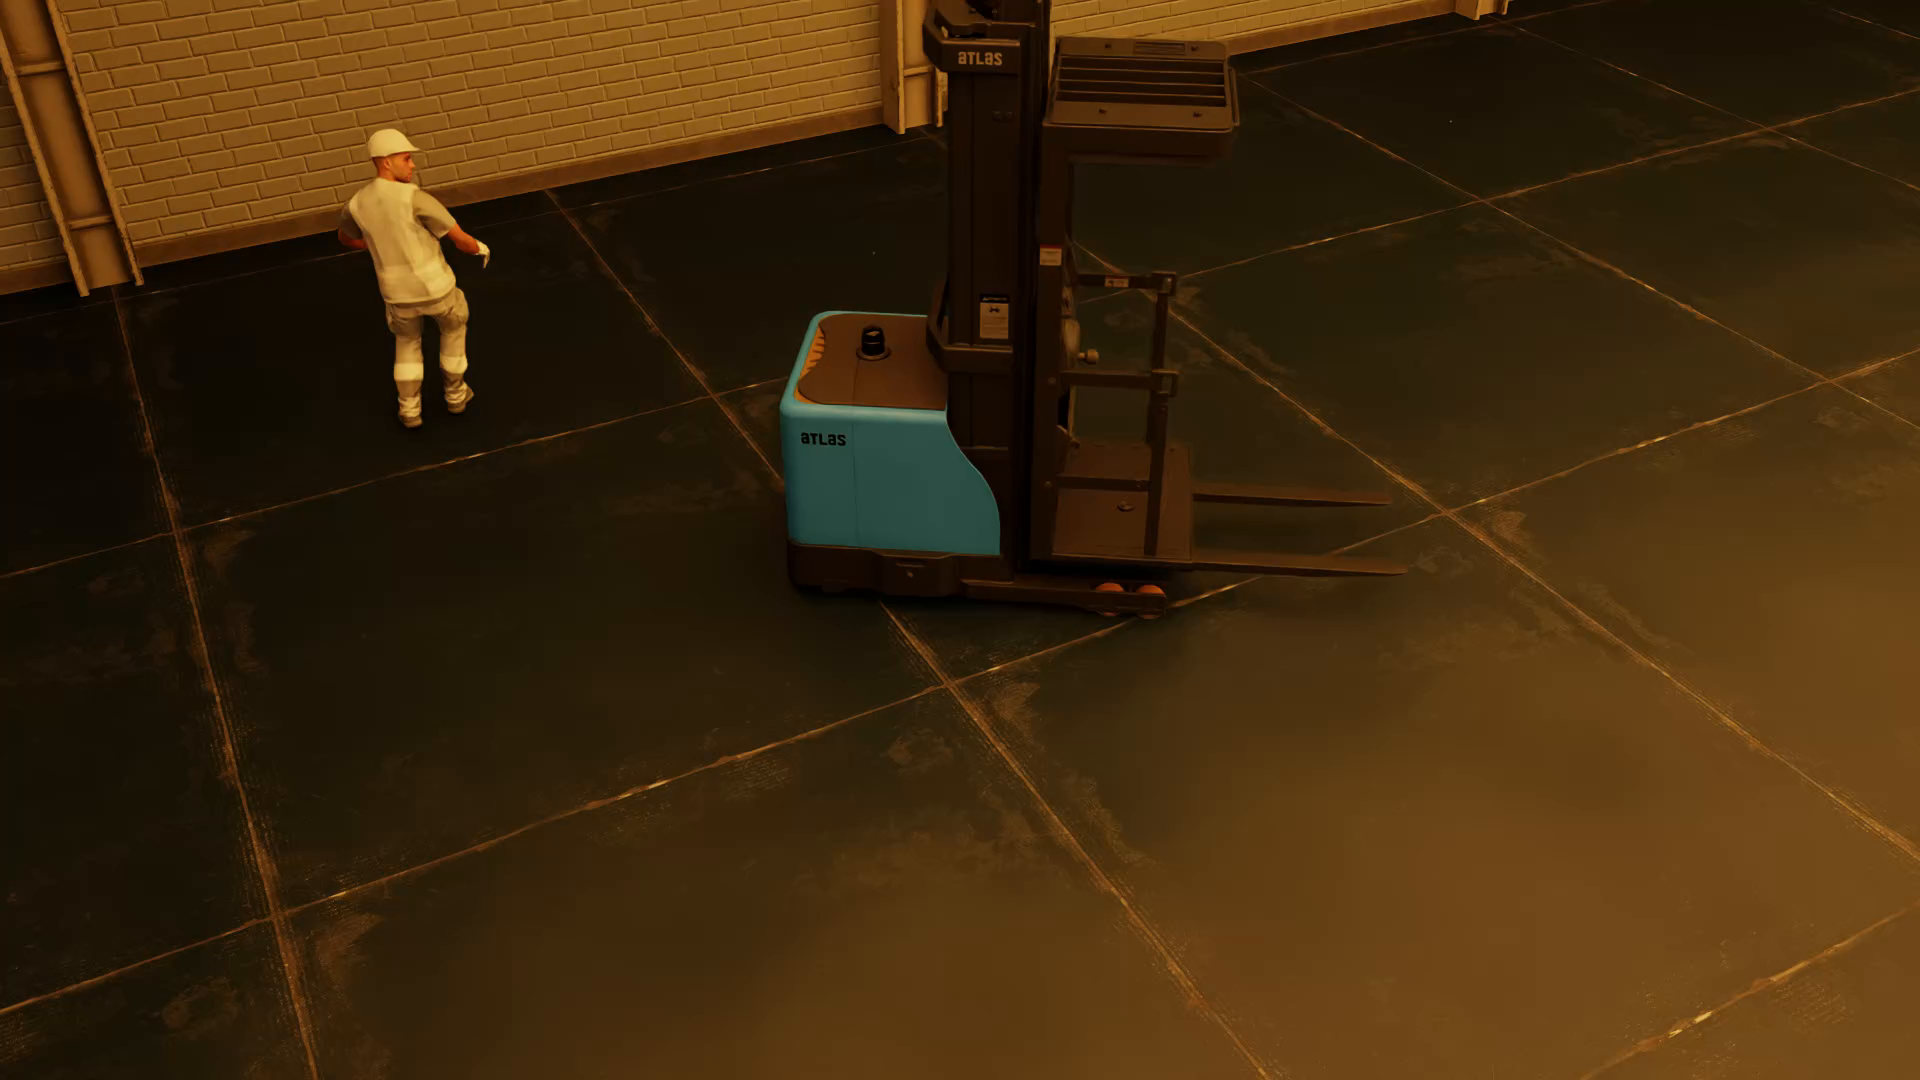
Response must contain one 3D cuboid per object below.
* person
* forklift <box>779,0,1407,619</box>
[{"bbox_3d":[-3.017,-1.464,9.284,0.784,1.722,0.675,0,35,0],"label":"person"},{"bbox_3d":[0.694,-1.135,7.728,3.031,2.935,1.130,3,35,5],"label":"forklift"}]
